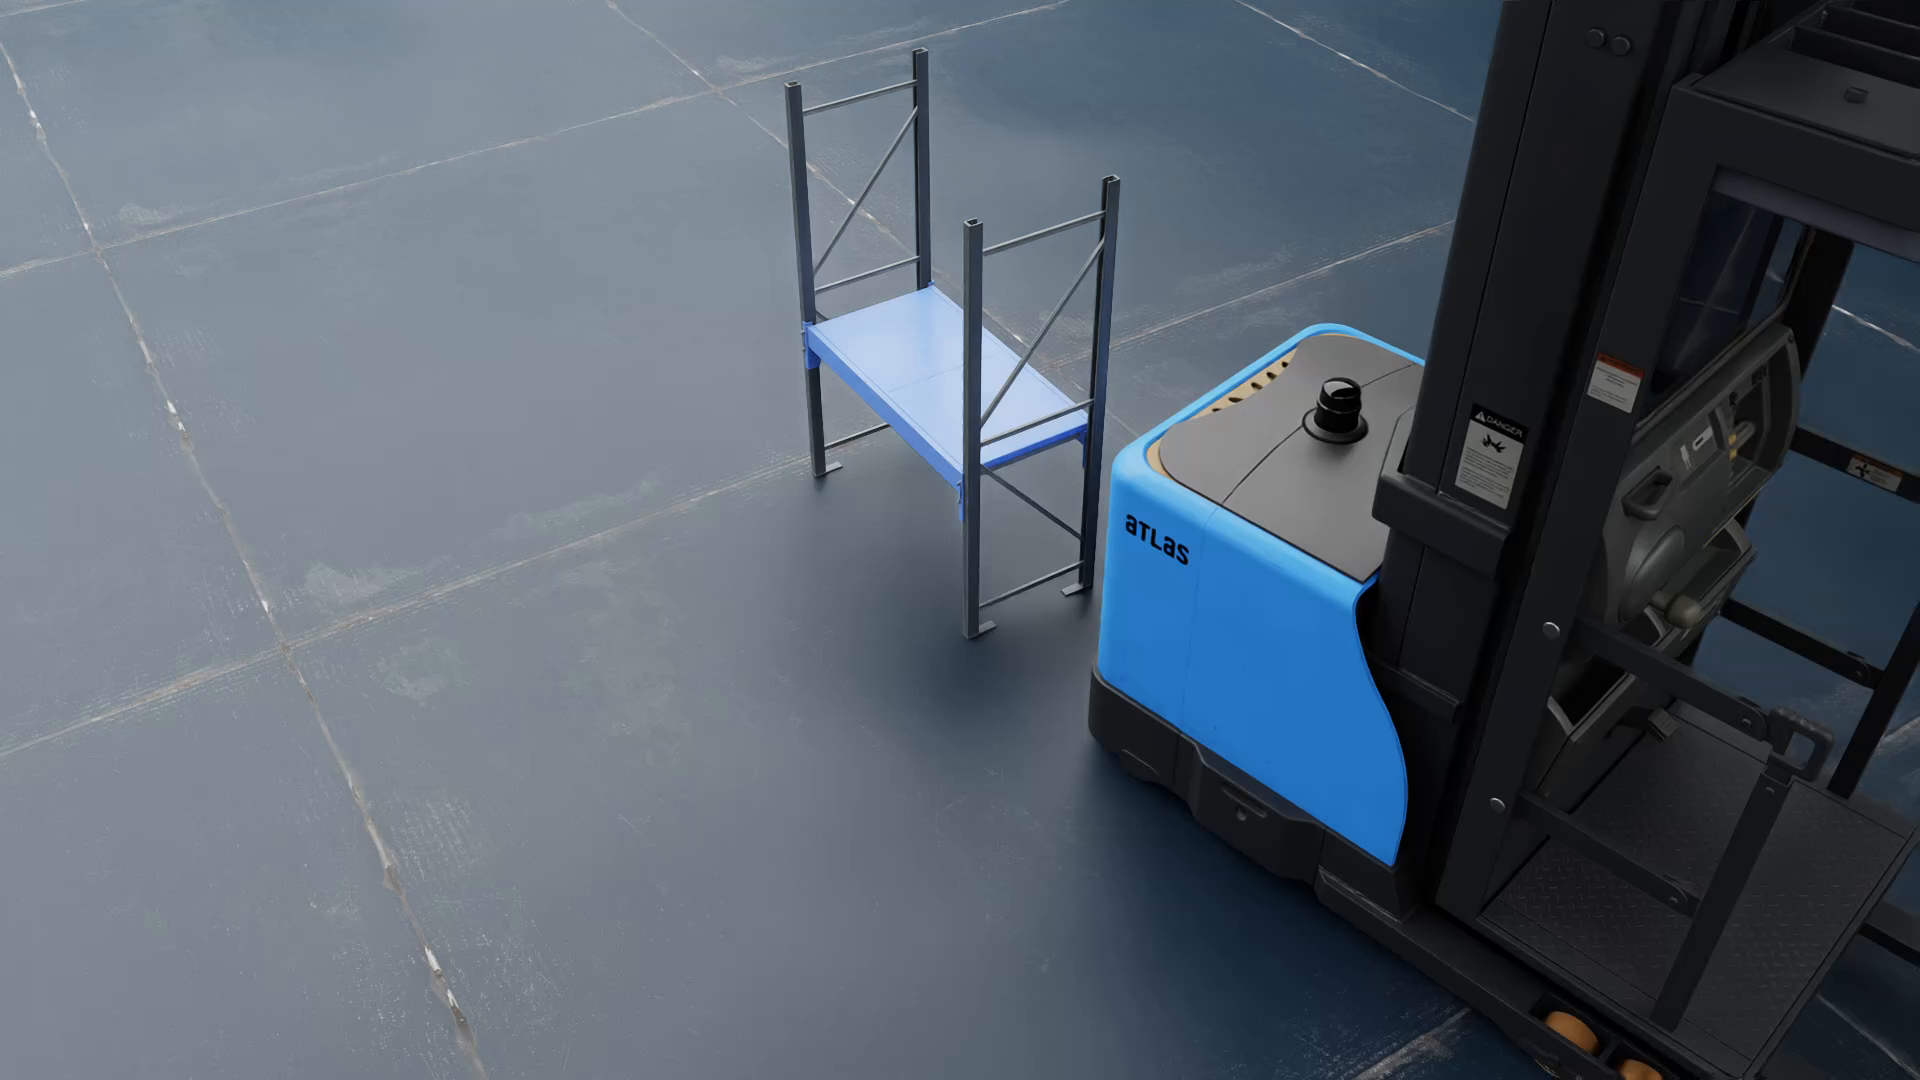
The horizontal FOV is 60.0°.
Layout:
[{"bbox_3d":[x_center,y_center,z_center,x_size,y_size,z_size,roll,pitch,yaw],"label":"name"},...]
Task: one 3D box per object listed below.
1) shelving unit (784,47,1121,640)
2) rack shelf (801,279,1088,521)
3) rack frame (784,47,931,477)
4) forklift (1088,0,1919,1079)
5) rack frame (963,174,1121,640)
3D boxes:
[{"bbox_3d":[-0.046,-0.622,5.325,0.538,1.500,1.048,-22,45,-24],"label":"shelving unit"},{"bbox_3d":[-0.046,-0.484,5.440,0.538,0.185,1.000,-22,45,-24],"label":"rack shelf"},{"bbox_3d":[-0.319,-0.897,5.654,0.500,1.500,0.032,-22,45,-24],"label":"rack frame"},{"bbox_3d":[1.786,-0.078,3.554,3.031,2.935,1.130,32,49,33],"label":"forklift"},{"bbox_3d":[0.227,-0.348,4.996,0.500,1.500,0.032,-22,45,-24],"label":"rack frame"}]
